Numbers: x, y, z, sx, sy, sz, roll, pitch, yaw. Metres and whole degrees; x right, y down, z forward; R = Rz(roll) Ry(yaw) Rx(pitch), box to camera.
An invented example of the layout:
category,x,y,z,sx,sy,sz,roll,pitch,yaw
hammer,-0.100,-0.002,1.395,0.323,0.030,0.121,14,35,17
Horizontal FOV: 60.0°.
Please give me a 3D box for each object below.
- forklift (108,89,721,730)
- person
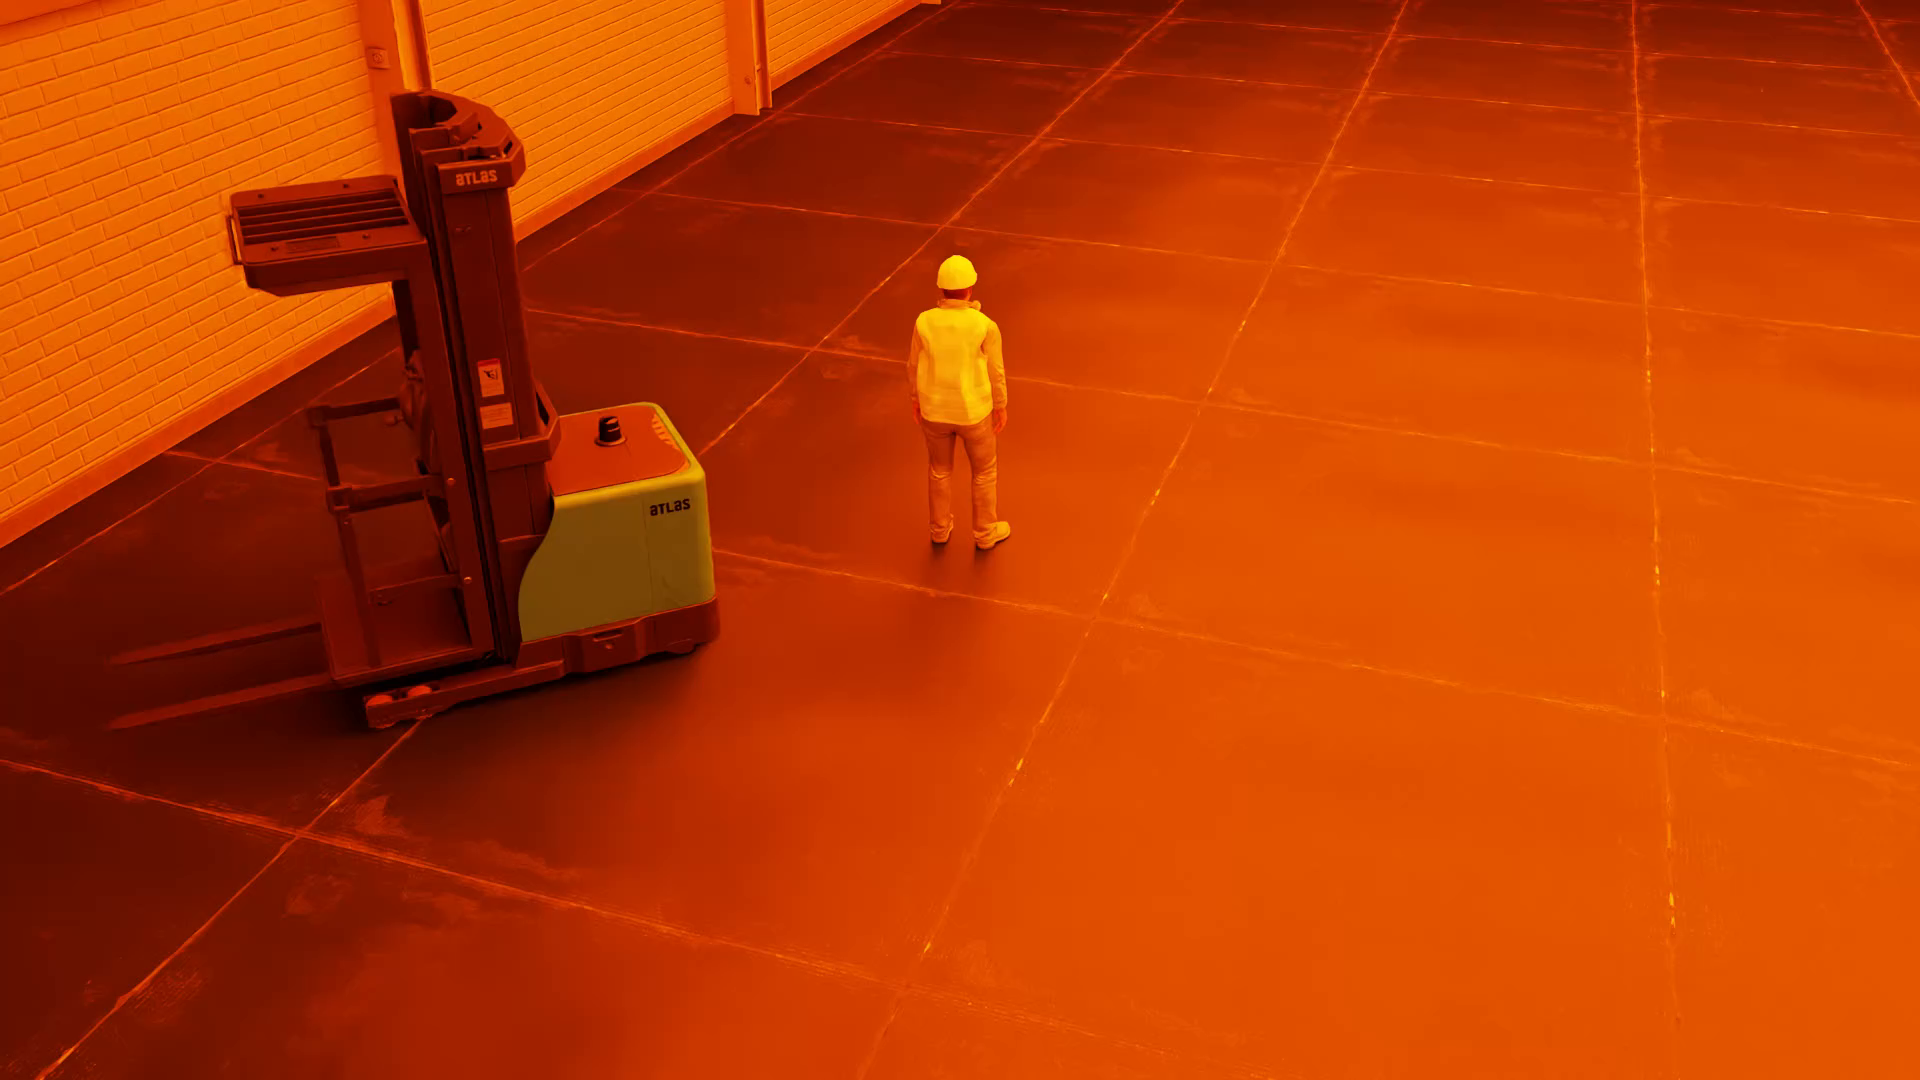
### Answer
category,x,y,z,sx,sy,sz,roll,pitch,yaw
forklift,-2.868,-0.618,8.220,3.031,2.935,1.130,-12,32,-21
person,-0.008,-0.783,9.683,0.589,1.770,0.463,8,31,13
